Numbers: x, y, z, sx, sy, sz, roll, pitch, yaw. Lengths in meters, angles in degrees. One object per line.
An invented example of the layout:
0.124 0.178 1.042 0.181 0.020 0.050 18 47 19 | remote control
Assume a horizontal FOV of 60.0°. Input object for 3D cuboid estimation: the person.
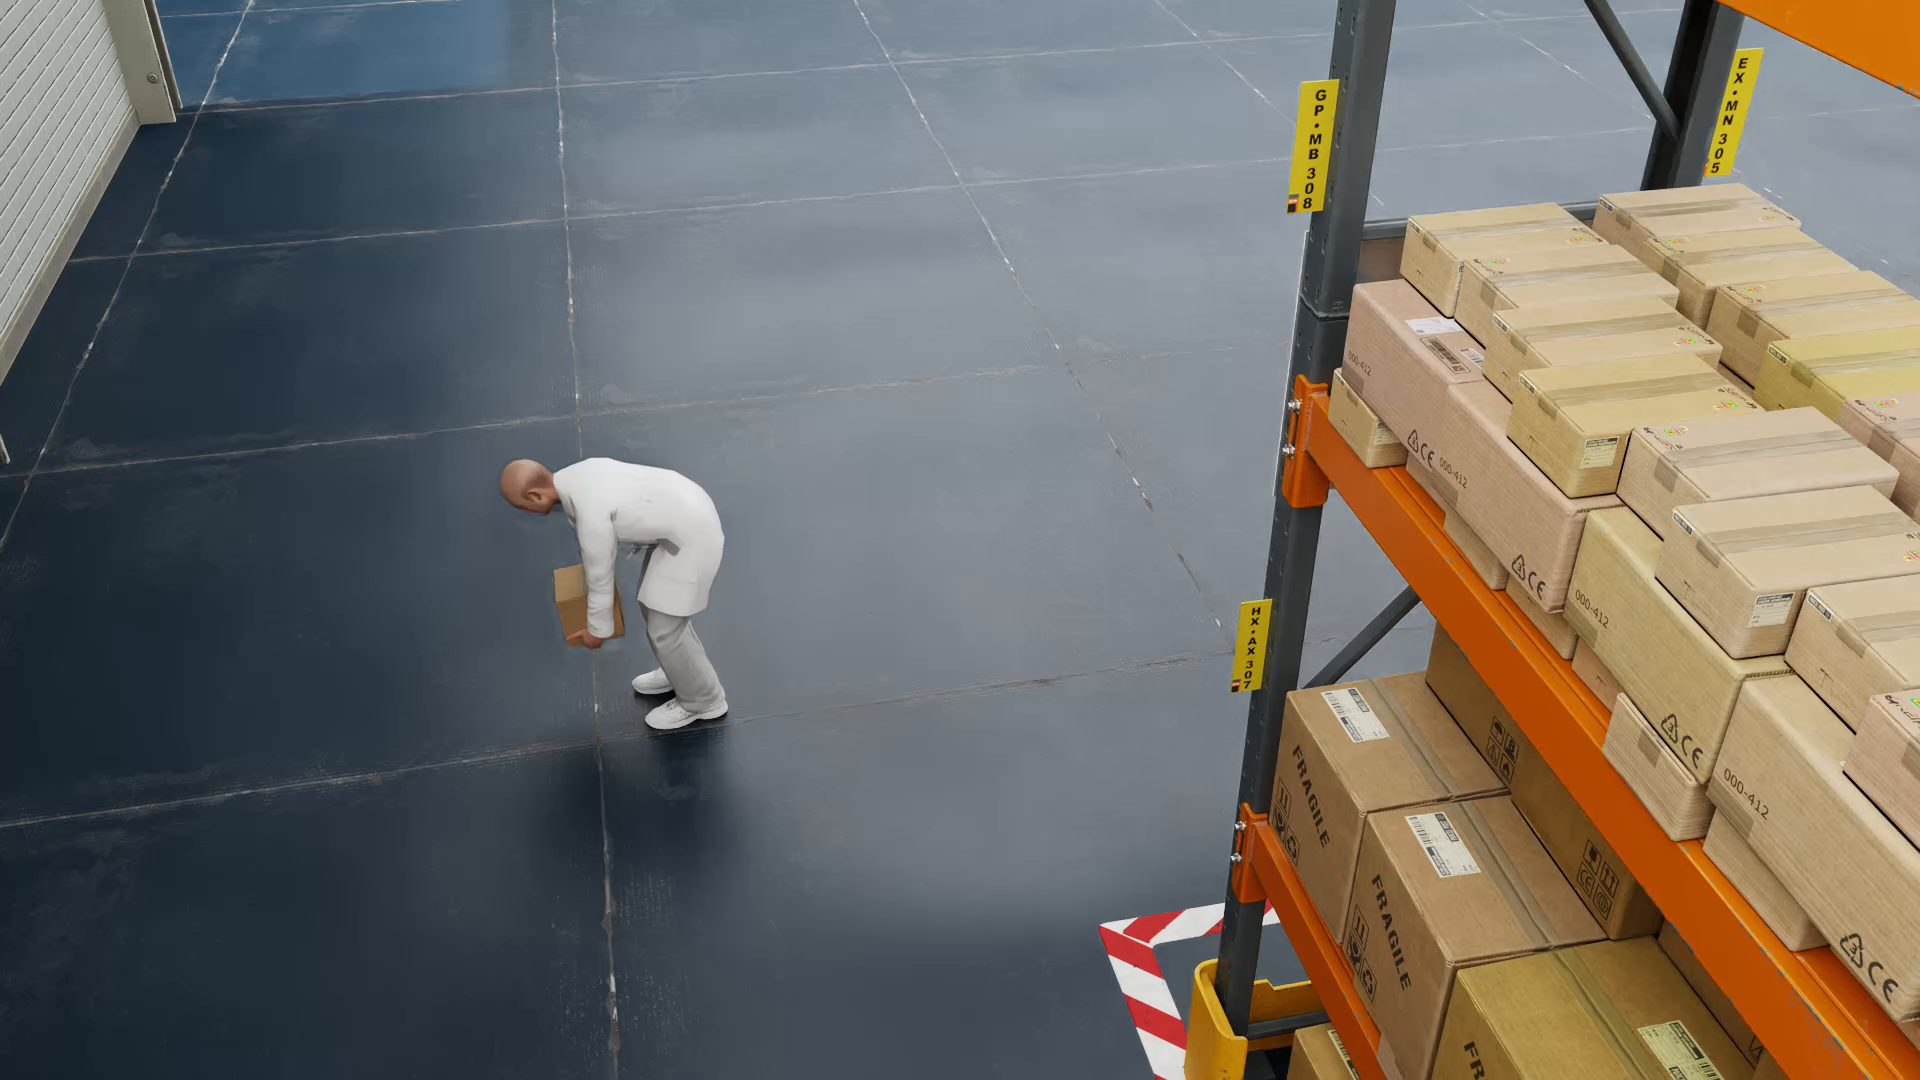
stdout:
-1.458 0.197 7.232 0.891 1.370 0.551 -8 35 -12 | person
